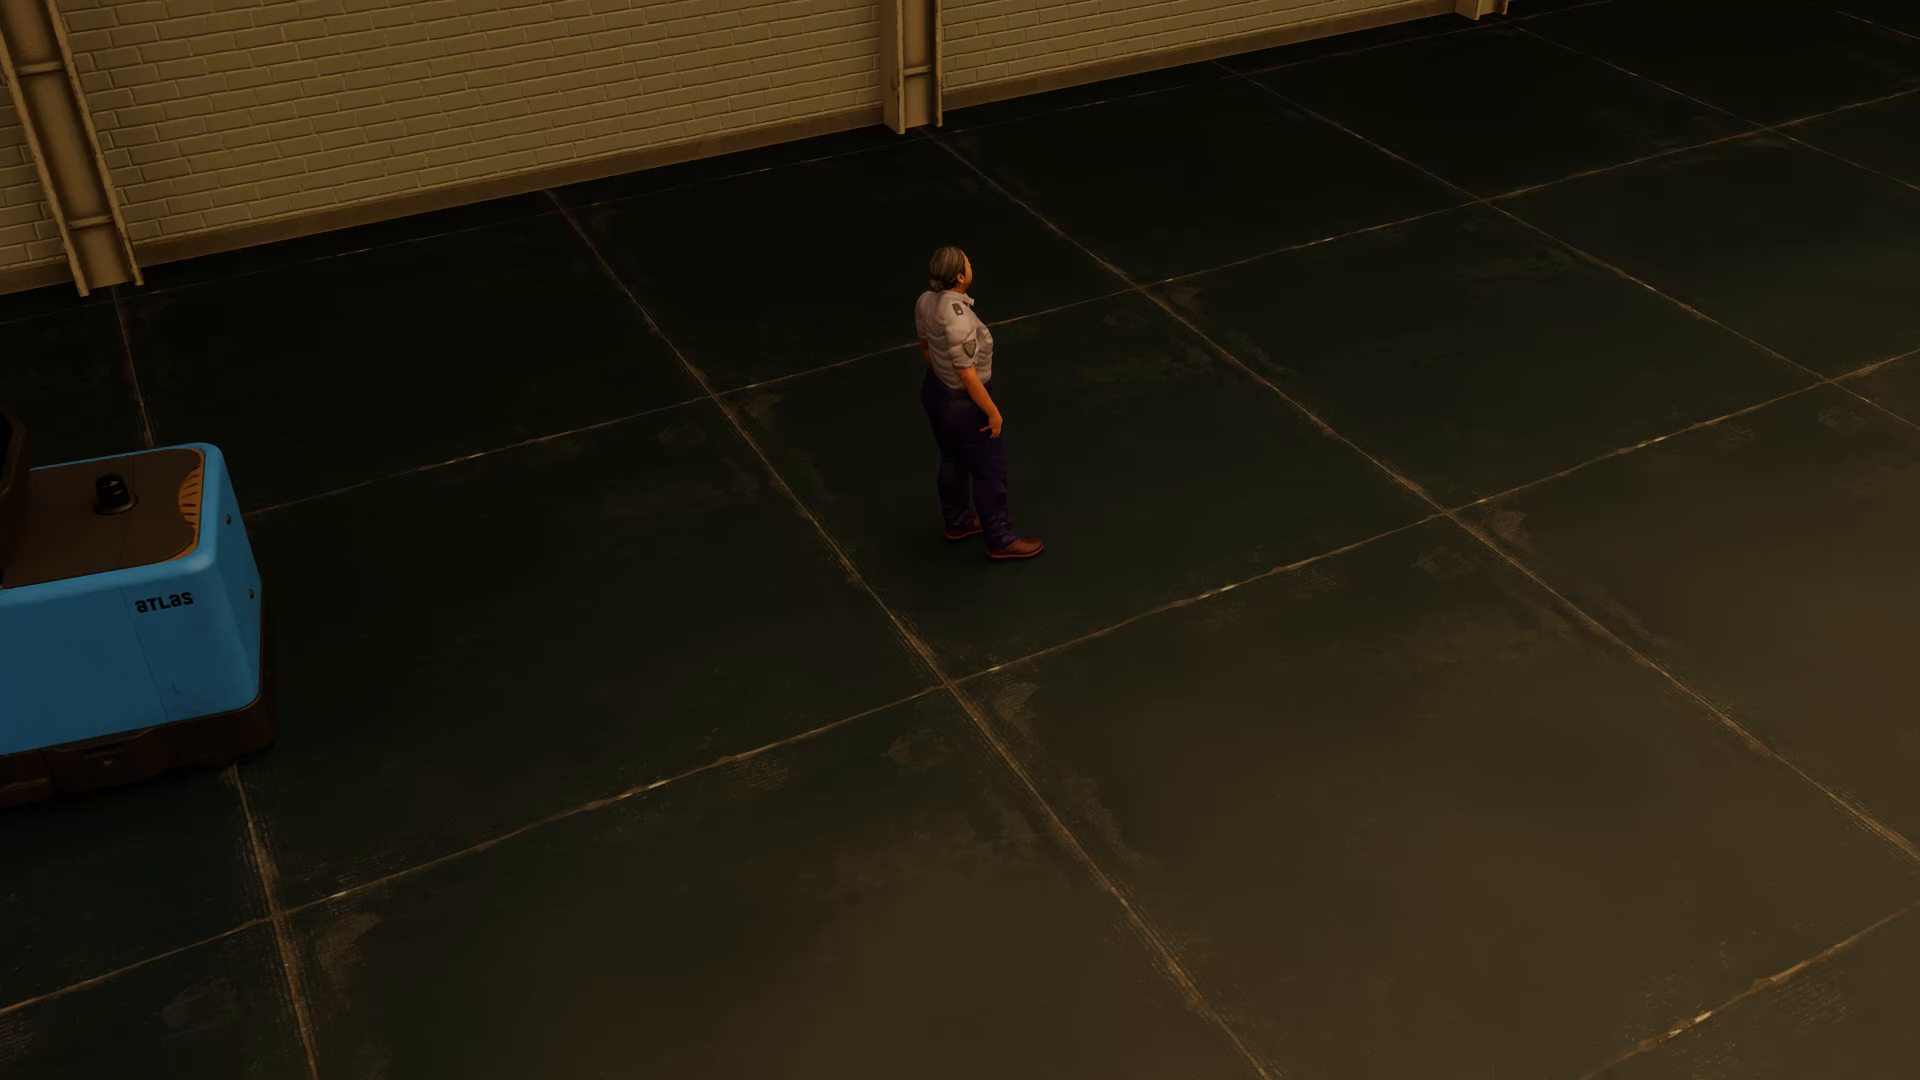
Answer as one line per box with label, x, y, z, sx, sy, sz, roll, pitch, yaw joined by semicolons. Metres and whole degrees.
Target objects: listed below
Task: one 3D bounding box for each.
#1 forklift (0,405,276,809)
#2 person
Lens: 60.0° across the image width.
forklift;-4.591;-0.243;6.466;3.031;2.935;1.130;-11;37;-15
person;0.090;-0.691;8.201;0.502;1.651;0.598;-17;39;-23
